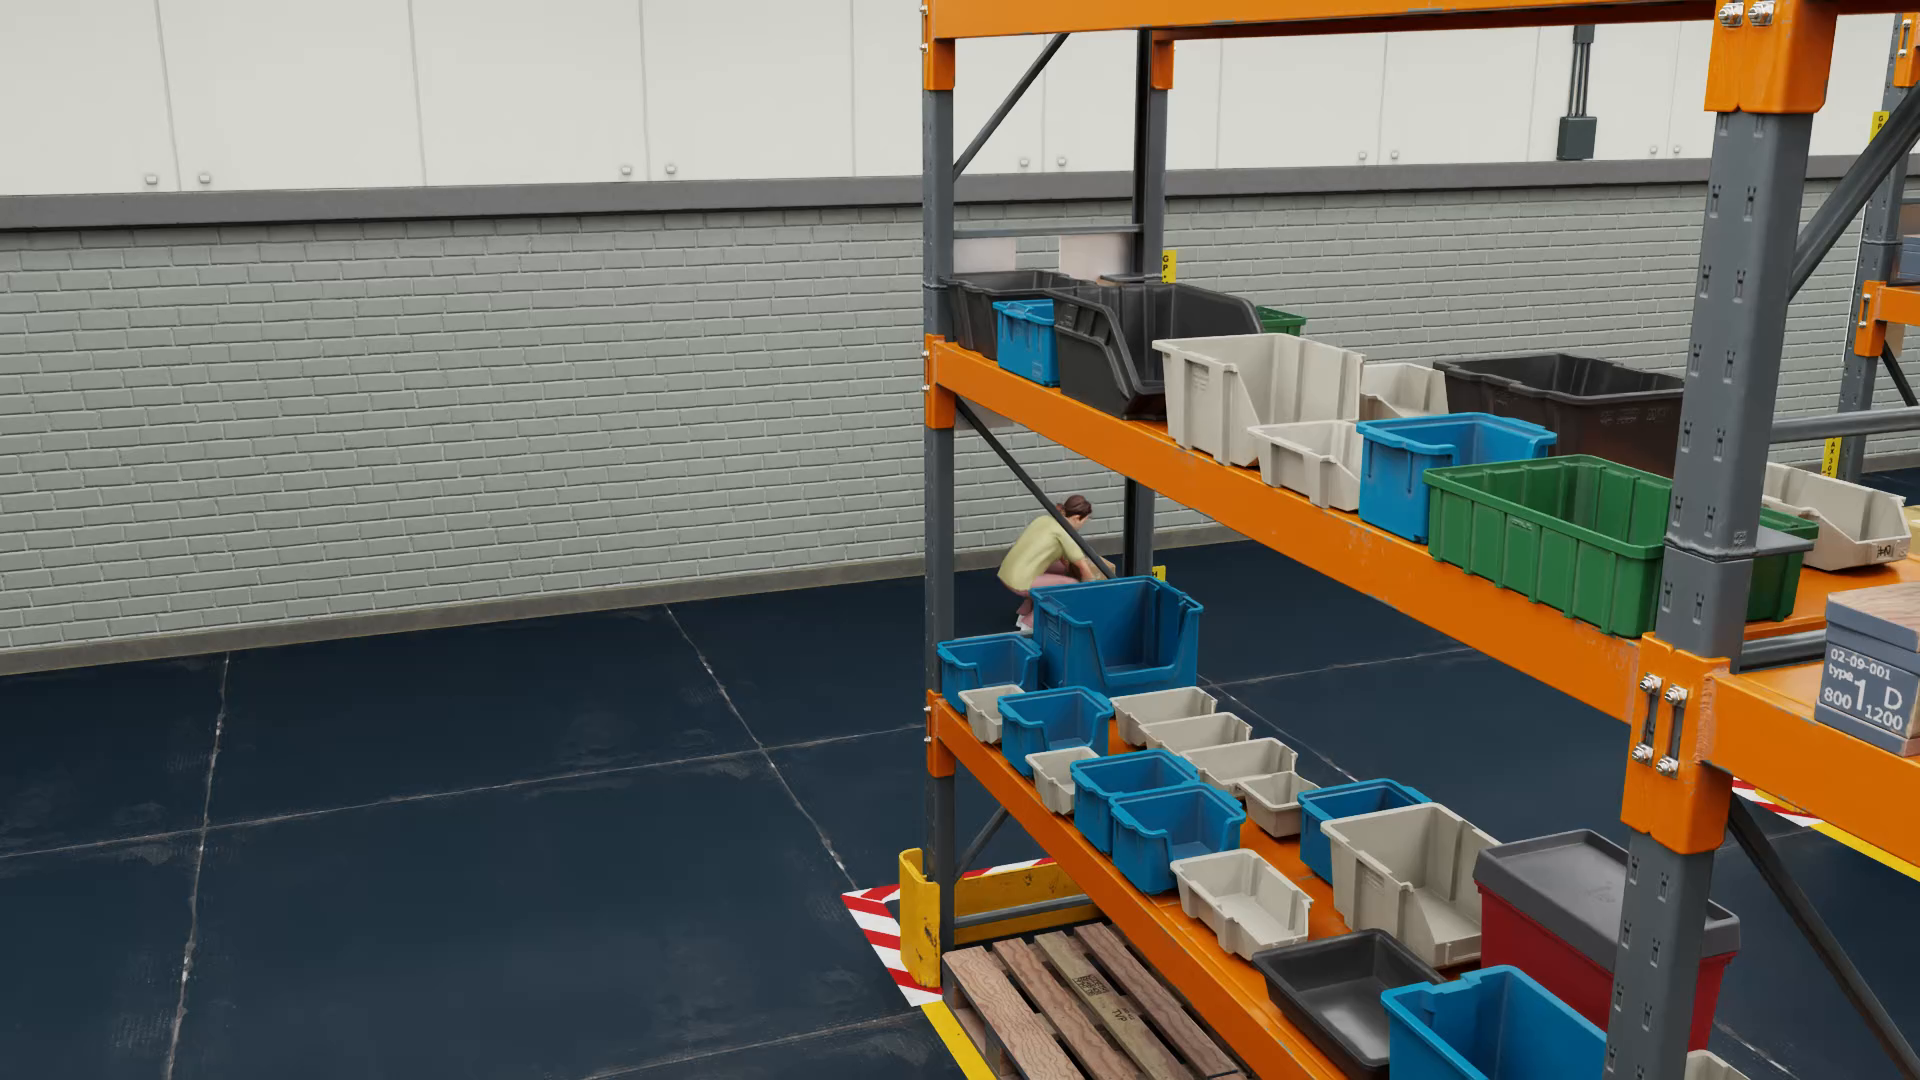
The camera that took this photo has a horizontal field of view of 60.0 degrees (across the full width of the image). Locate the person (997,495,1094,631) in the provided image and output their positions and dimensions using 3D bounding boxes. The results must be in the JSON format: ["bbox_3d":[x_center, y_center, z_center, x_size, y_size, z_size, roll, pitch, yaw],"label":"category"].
[{"bbox_3d":[0.653,0.172,11.783,0.796,0.947,0.472,-6,17,-21],"label":"person"}]
